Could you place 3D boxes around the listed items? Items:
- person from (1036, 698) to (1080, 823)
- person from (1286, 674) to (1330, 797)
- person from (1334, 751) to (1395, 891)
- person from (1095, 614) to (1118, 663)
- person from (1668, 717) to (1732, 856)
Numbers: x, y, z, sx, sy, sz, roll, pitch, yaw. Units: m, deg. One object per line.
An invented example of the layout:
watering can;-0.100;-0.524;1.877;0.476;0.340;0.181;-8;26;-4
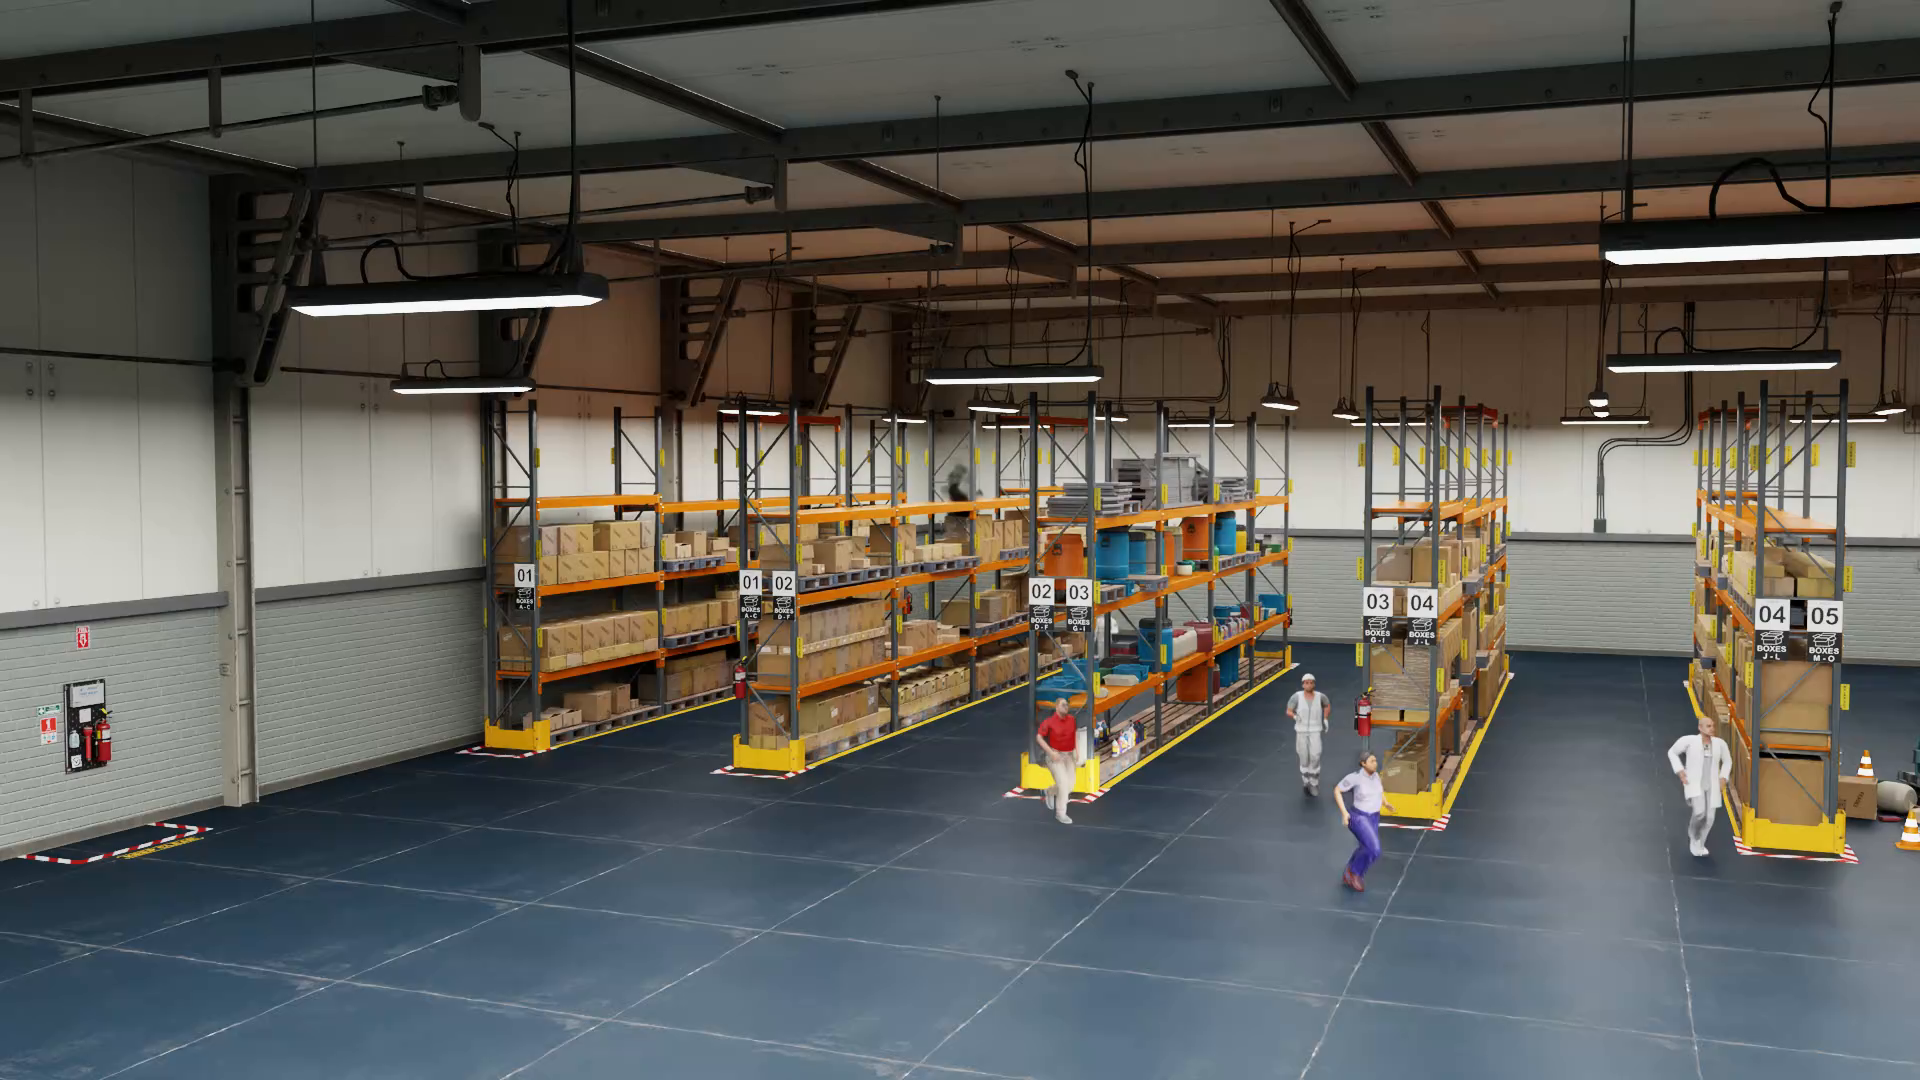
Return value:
person;1.357;3.028;23.083;0.694;1.698;0.706;-2;4;-37
person;5.179;2.900;24.770;0.639;1.831;0.754;1;3;14
person;4.679;3.238;19.158;0.574;1.612;0.722;-2;4;-40
person;3.258;2.297;37.189;0.600;1.699;0.908;1;3;16
person;9.323;3.095;20.863;0.731;1.743;0.632;0;3;5
